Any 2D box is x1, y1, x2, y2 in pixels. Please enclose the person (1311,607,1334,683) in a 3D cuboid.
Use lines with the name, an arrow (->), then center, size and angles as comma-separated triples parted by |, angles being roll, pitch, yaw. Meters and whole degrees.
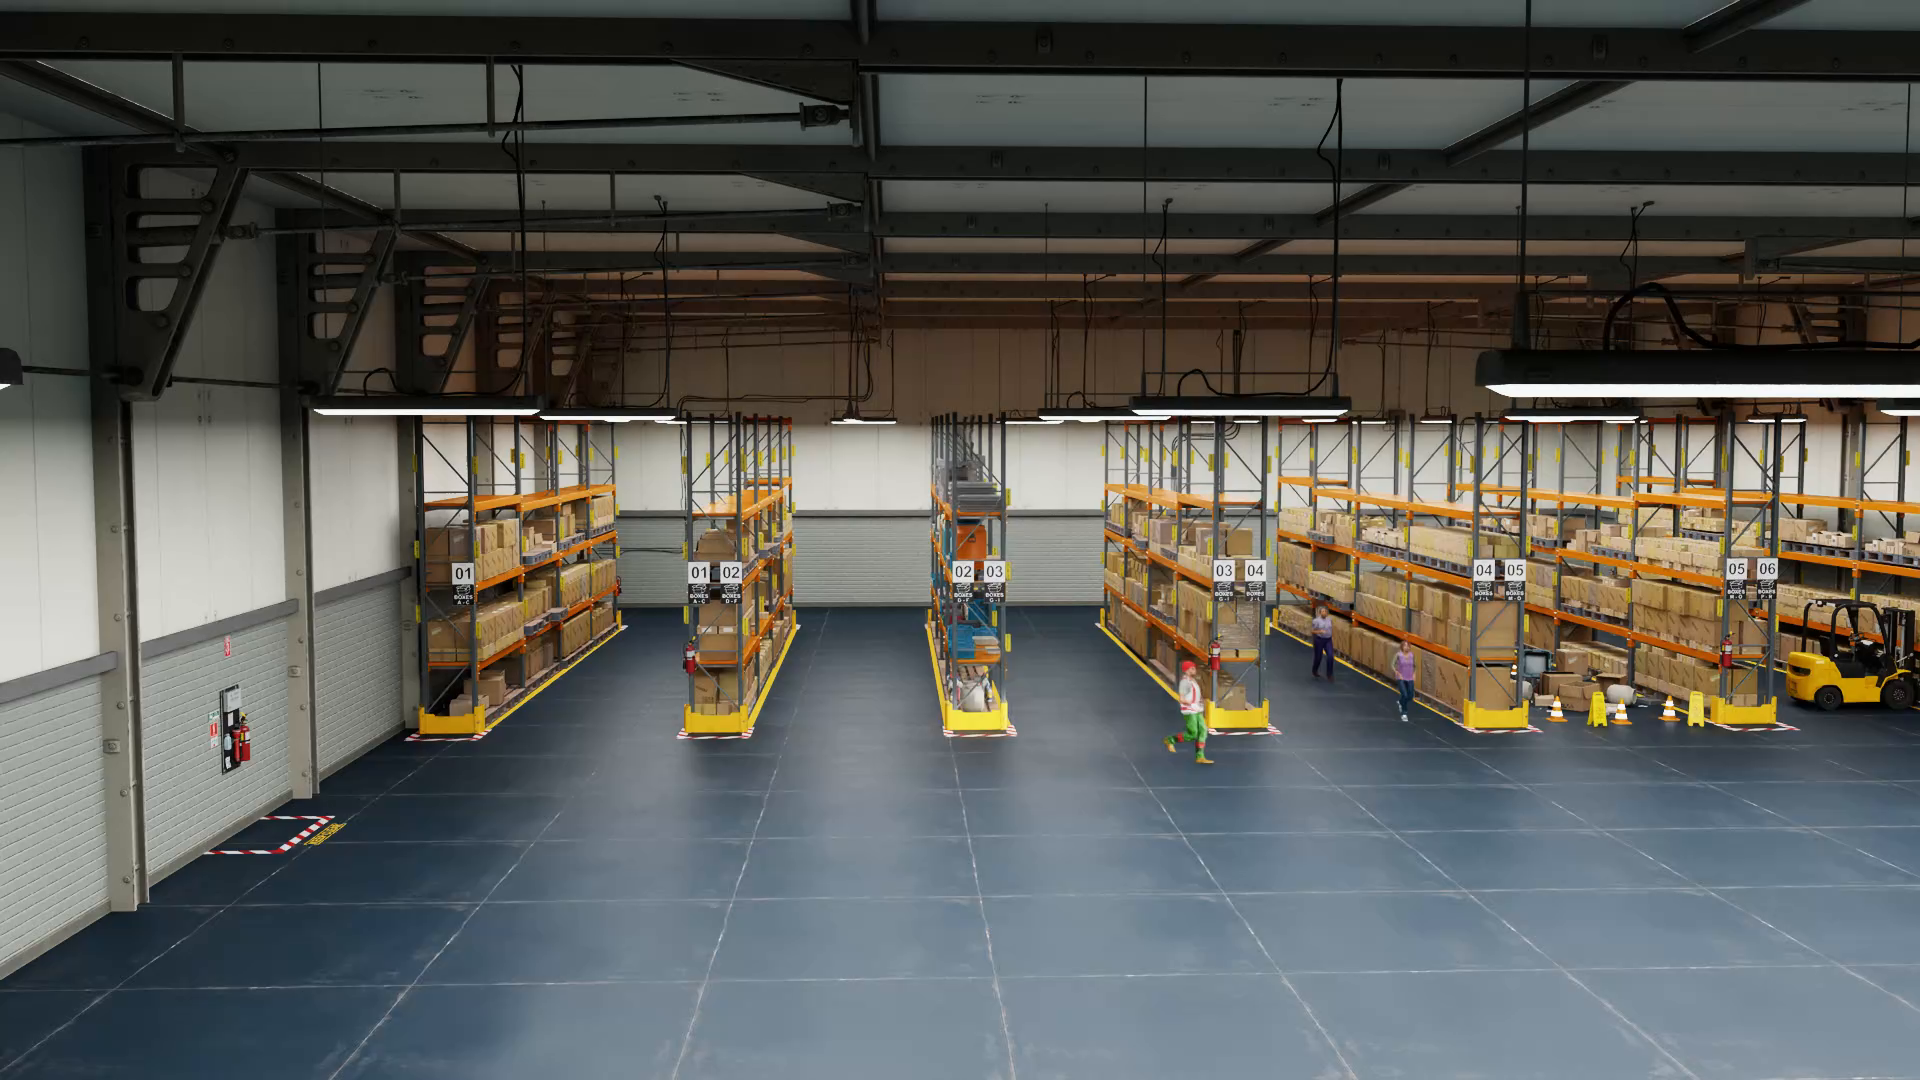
person -> 8.176, 2.351, 37.529 | 0.593, 1.704, 0.816 | -1, 4, -7

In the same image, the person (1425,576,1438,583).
person -> 13.960, 1.515, 49.354 | 0.886, 1.651, 0.650 | 1, 4, 16

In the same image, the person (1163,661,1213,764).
person -> 3.911, 2.925, 28.343 | 0.848, 1.748, 0.669 | 2, 4, 25

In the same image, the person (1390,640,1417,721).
person -> 8.683, 2.735, 32.552 | 0.548, 1.564, 0.572 | 0, 4, -6
